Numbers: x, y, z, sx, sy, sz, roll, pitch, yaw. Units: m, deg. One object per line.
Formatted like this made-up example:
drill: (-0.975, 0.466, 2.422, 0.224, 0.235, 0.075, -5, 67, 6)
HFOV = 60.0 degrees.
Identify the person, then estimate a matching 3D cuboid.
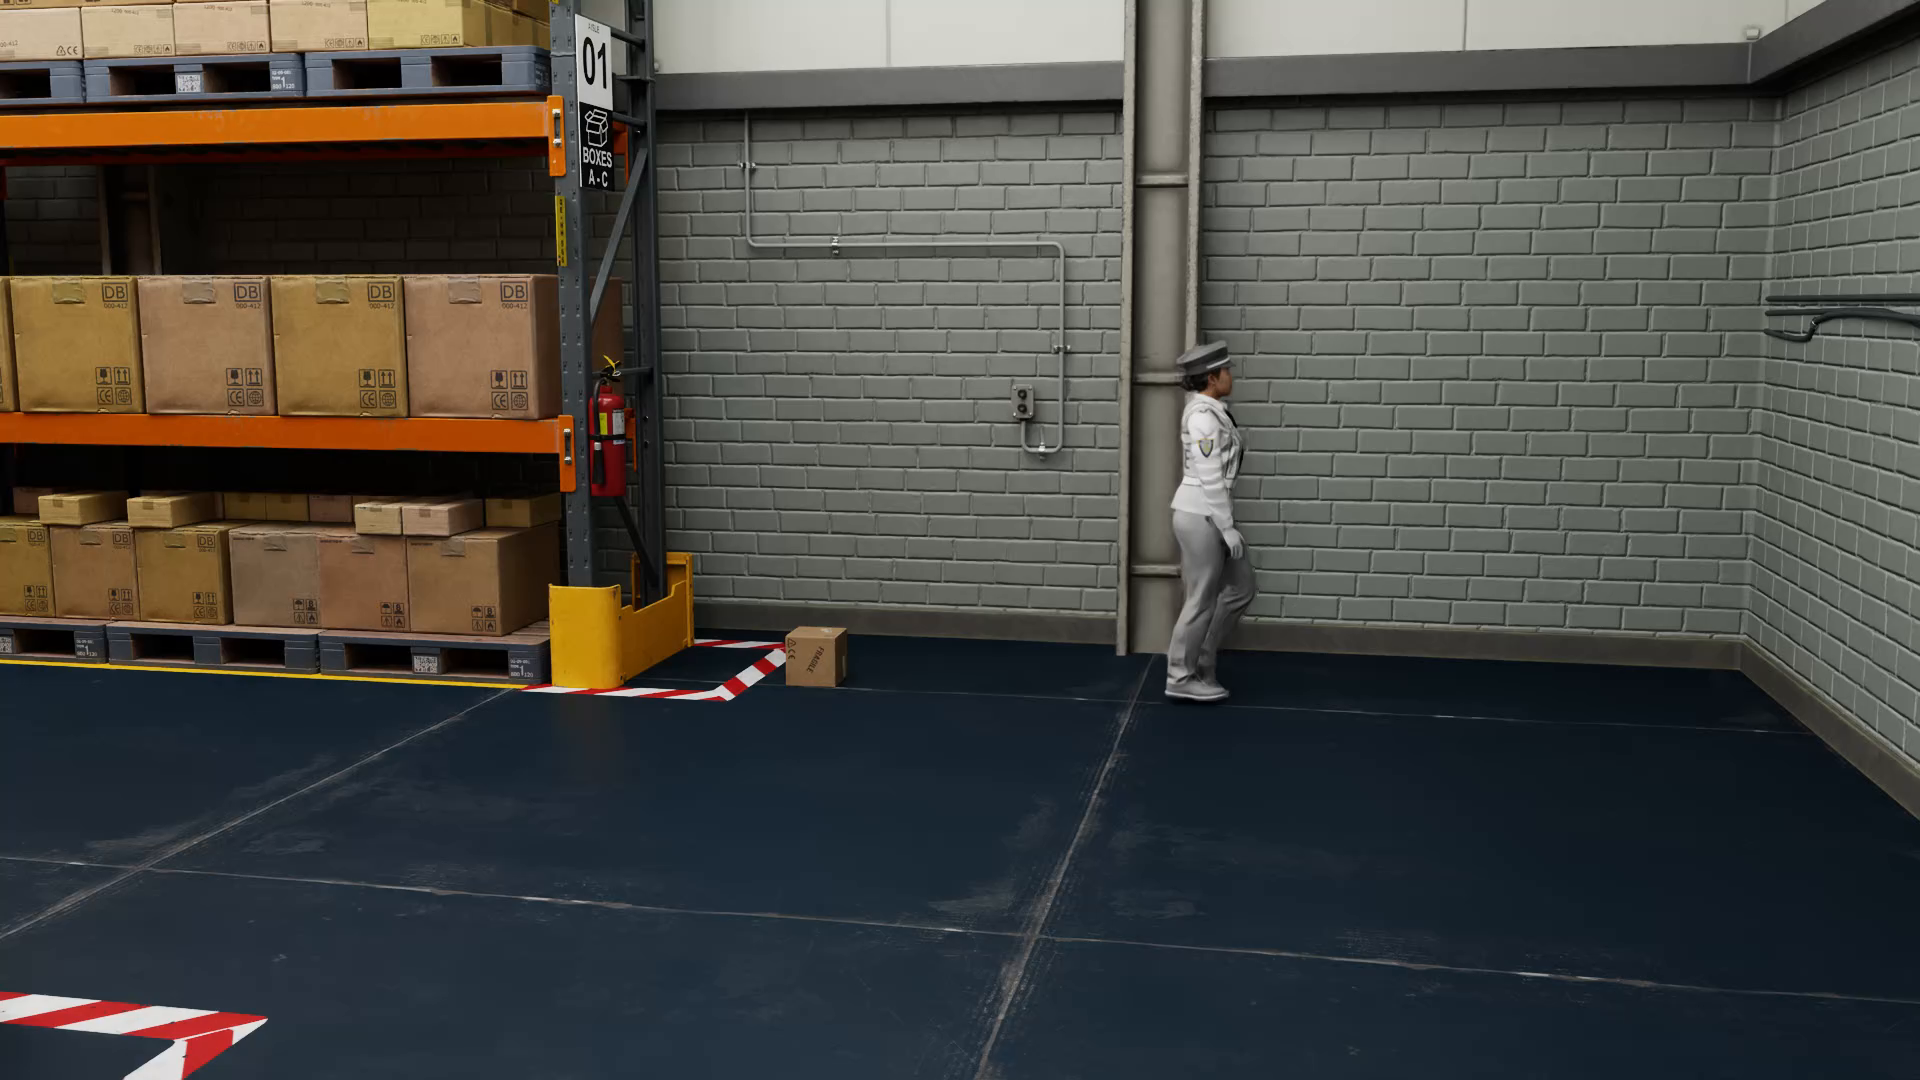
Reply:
person: (1.180, -0.073, 7.741, 0.416, 1.715, 0.495, 2, 8, 11)
